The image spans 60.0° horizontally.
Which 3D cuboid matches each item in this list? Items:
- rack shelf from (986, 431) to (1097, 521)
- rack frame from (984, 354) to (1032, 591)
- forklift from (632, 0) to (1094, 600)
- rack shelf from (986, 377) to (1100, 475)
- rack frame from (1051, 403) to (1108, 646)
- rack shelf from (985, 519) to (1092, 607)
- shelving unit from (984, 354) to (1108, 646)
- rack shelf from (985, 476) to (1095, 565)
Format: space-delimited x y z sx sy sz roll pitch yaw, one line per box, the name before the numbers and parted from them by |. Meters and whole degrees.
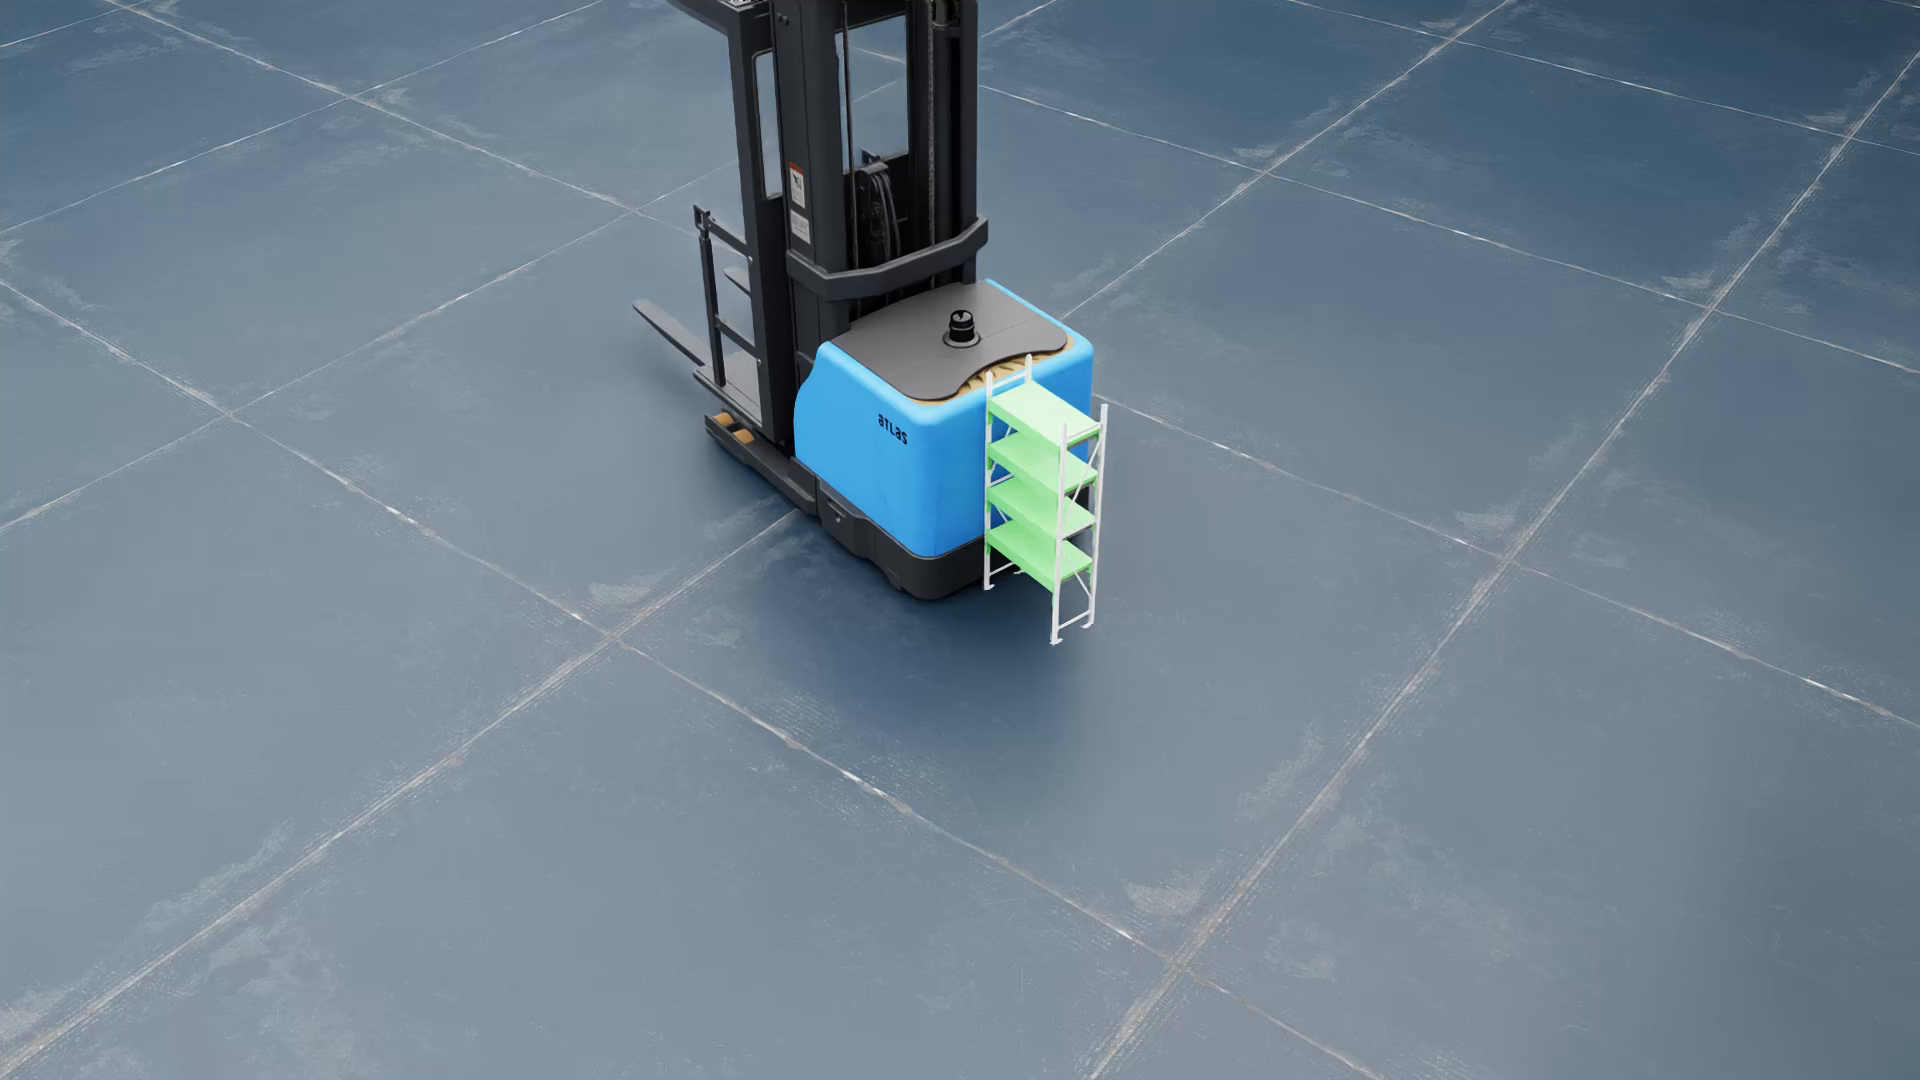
rack shelf | 0.362 -0.302 7.237 0.258 0.148 0.480 -26 45 -29
rack frame | 0.212 -0.281 7.497 0.240 1.200 0.015 -26 45 -29
forklift | -0.679 -1.731 7.944 1.130 2.935 3.031 -26 45 -29
rack shelf | 0.362 -0.491 7.089 0.258 0.148 0.480 -26 45 -29
rack frame | 0.512 -0.044 7.194 0.240 1.200 0.015 -26 45 -29
rack shelf | 0.362 0.076 7.533 0.258 0.148 0.480 -26 45 -29
shelving unit | 0.362 -0.163 7.346 0.258 1.200 0.503 -26 45 -29
rack shelf | 0.362 -0.113 7.385 0.258 0.148 0.480 -26 45 -29
